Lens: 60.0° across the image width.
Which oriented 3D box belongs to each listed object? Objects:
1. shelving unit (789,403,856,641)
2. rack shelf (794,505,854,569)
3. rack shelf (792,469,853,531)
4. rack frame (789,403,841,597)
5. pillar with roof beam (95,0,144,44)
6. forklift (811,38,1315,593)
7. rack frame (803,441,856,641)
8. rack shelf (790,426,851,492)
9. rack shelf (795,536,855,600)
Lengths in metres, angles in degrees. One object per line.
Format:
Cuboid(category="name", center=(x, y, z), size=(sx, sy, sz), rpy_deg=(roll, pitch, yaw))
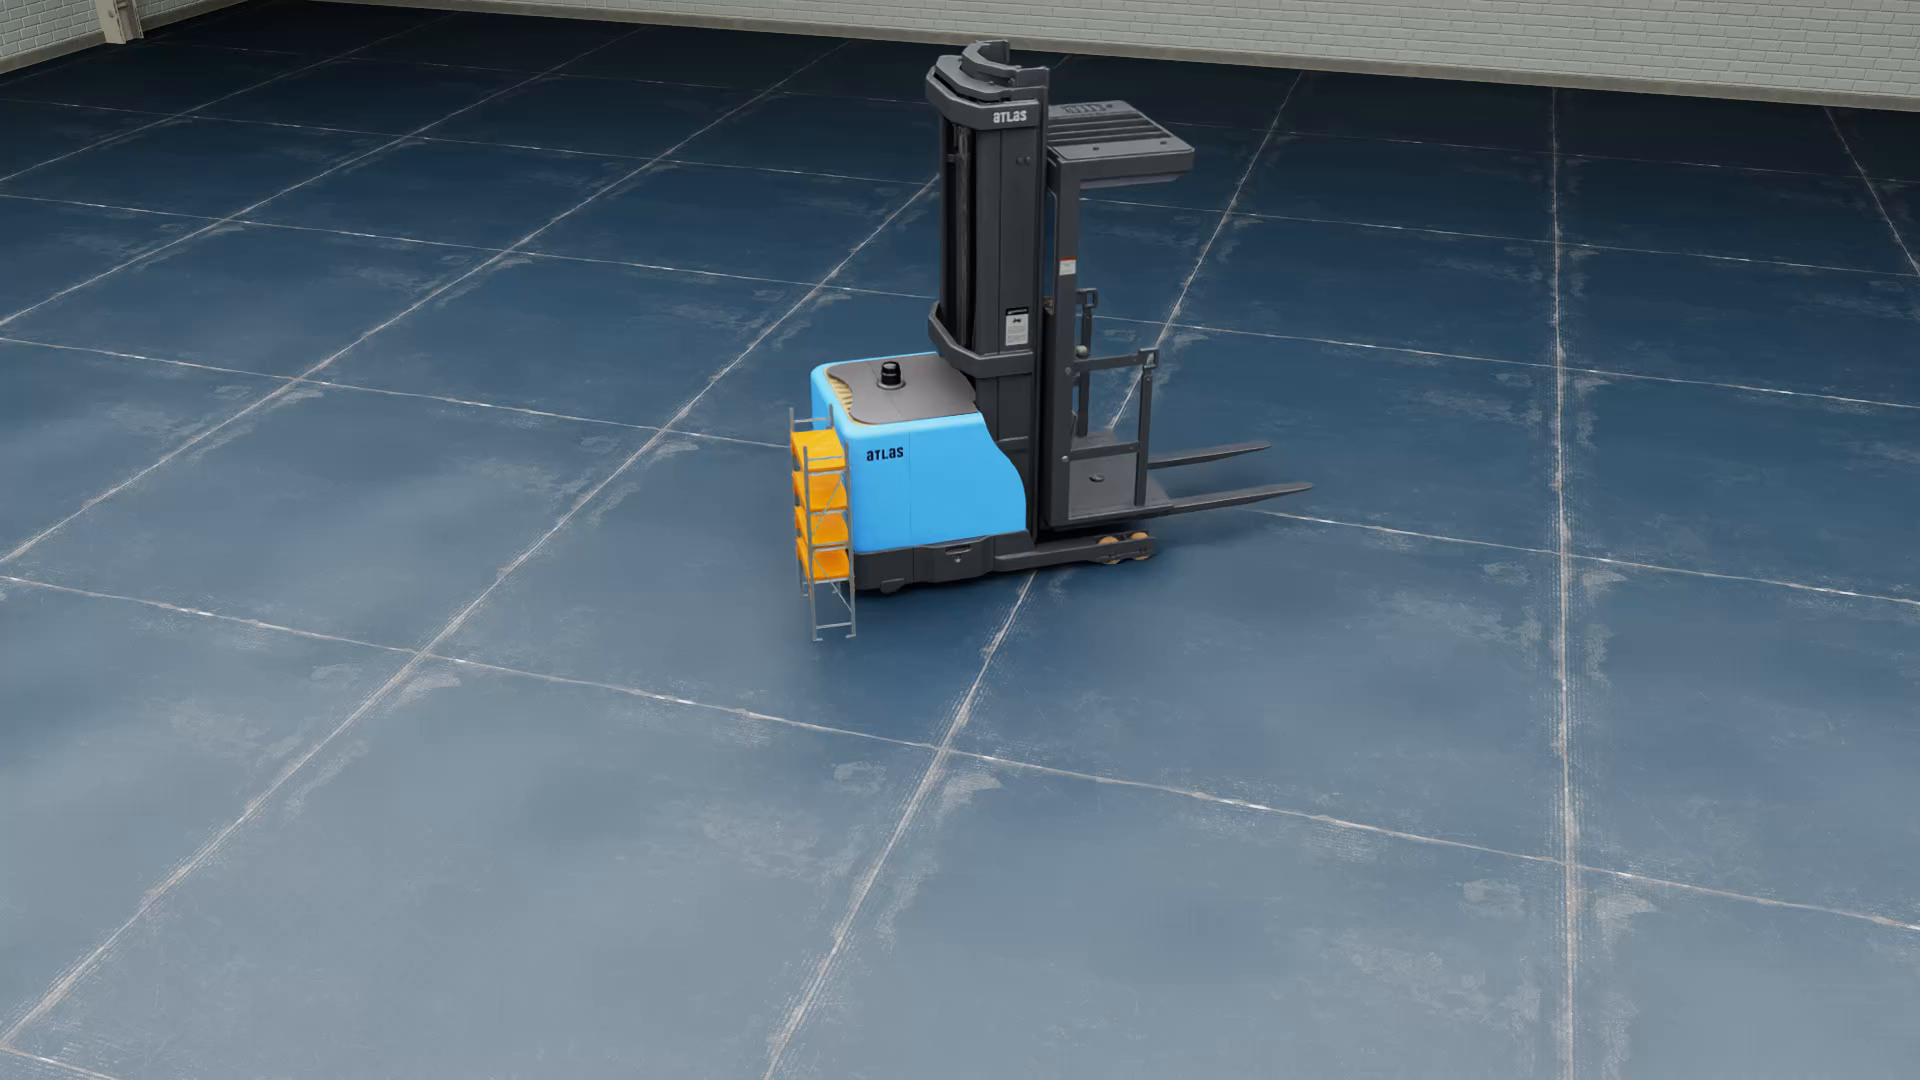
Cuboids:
Cuboid(category="shelving unit", center=(-0.757, -0.093, 9.183), size=(0.258, 1.200, 0.503), rpy_deg=(-7, 30, -12))
Cuboid(category="rack shelf", center=(-0.757, -0.034, 9.216), size=(0.258, 0.148, 0.480), rpy_deg=(-7, 30, -12))
Cuboid(category="rack shelf", center=(-0.757, -0.230, 9.107), size=(0.258, 0.148, 0.480), rpy_deg=(-7, 30, -12))
Cuboid(category="rack frame", center=(-0.814, -0.209, 9.391), size=(0.240, 1.200, 0.015), rpy_deg=(-7, 30, -12))
Cuboid(category="pillar with roof beam", center=(-7.097, -10.029, 19.022), size=(9.100, 9.000, 0.400), rpy_deg=(8, 30, 15))
Cuboid(category="forklift", center=(0.674, -1.369, 9.696), size=(3.031, 2.935, 1.130), rpy_deg=(-8, 30, -14))
Cuboid(category="rack frame", center=(-0.700, 0.022, 8.976), size=(0.240, 1.200, 0.015), rpy_deg=(-7, 30, -12))
Cuboid(category="rack shelf", center=(-0.757, -0.437, 8.992), size=(0.258, 0.148, 0.480), rpy_deg=(-7, 30, -12))
Cuboid(category="rack shelf", center=(-0.757, 0.139, 9.313), size=(0.258, 0.148, 0.480), rpy_deg=(-7, 30, -12))
